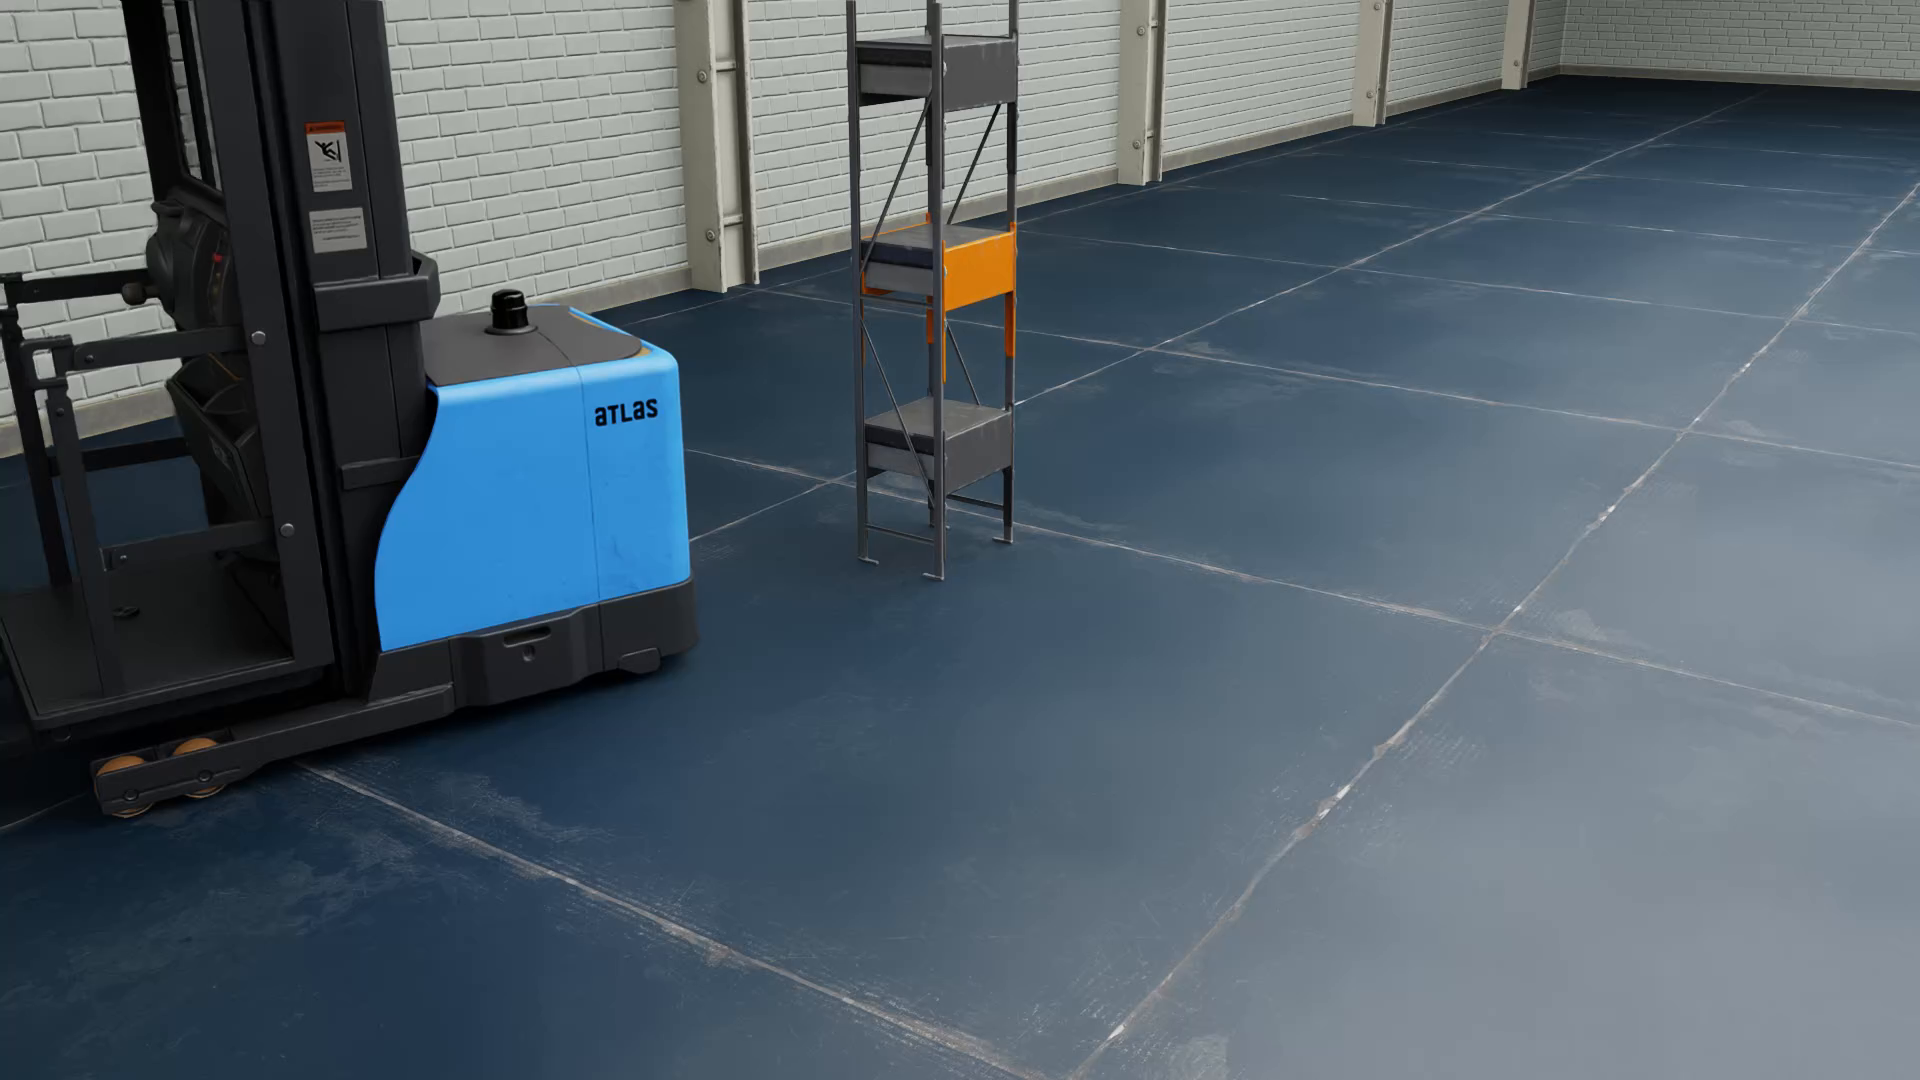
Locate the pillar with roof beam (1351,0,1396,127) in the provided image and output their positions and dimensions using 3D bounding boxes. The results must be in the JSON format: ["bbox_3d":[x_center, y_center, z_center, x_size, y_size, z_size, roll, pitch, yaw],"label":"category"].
[{"bbox_3d":[8.671,-8.593,17.026,9.100,9.000,0.400,13,24,32],"label":"pillar with roof beam"}]

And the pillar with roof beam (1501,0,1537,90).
[{"bbox_3d":[12.044,-10.315,21.680,9.100,9.000,0.400,13,24,32],"label":"pillar with roof beam"}]

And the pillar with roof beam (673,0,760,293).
[{"bbox_3d":[1.925,-5.150,7.718,9.100,9.000,0.400,13,24,32],"label":"pillar with roof beam"}]

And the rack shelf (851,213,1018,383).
[{"bbox_3d":[-0.093,-0.925,6.277,0.431,0.518,0.480,13,24,32],"label":"rack shelf"}]

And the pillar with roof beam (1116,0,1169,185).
[{"bbox_3d":[5.298,-6.872,12.372,9.100,9.000,0.400,13,24,32],"label":"pillar with roof beam"}]

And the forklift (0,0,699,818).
[{"bbox_3d":[-2.388,-0.806,4.718,3.031,2.935,1.130,-13,24,-32],"label":"forklift"}]

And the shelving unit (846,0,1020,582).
[{"bbox_3d":[-0.093,-0.937,6.272,0.431,2.100,0.503,13,24,32],"label":"shelving unit"}]

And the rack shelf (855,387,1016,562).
[{"bbox_3d":[-0.093,-0.268,6.520,0.431,0.518,0.480,13,24,32],"label":"rack shelf"}]

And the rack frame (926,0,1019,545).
[{"bbox_3d":[0.044,-1.007,6.462,0.400,2.100,0.015,13,24,32],"label":"rack frame"}]

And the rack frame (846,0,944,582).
[{"bbox_3d":[-0.230,-0.867,6.083,0.400,2.100,0.015,13,24,32],"label":"rack frame"}]

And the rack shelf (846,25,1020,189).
[{"bbox_3d":[-0.093,-1.581,6.034,0.431,0.518,0.480,13,24,32],"label":"rack shelf"}]
